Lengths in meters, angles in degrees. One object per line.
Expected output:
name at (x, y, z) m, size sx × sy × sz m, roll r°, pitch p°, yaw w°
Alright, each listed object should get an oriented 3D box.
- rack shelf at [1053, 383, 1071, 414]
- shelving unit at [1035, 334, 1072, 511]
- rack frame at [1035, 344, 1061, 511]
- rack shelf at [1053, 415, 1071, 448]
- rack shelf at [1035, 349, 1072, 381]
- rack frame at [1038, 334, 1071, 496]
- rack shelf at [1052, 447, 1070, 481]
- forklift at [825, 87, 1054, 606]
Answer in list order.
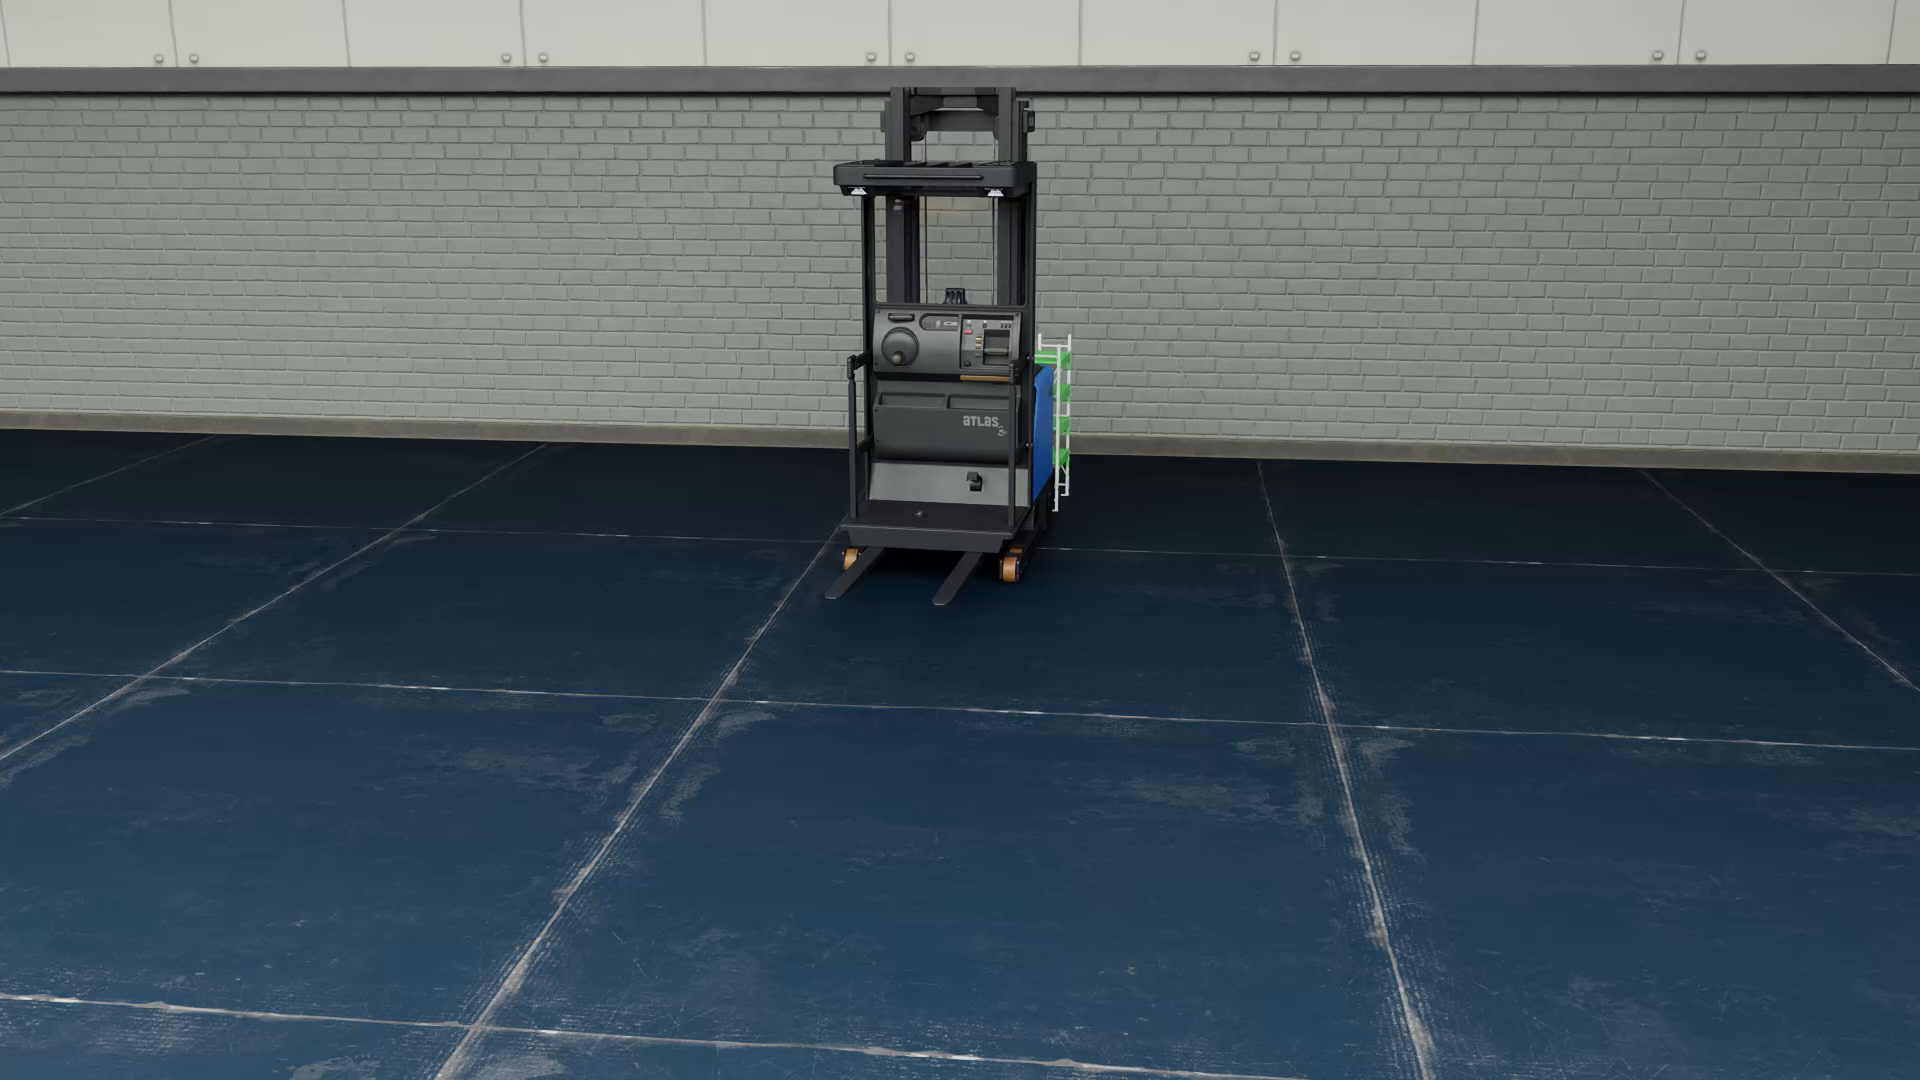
rack shelf at (0.637, -1.025, 11.978) m, size 0.258 × 0.148 × 0.480 m, roll 3°, pitch 15°, yaw 12°
shelving unit at (0.637, -0.855, 12.024) m, size 0.258 × 1.200 × 0.503 m, roll 3°, pitch 15°, yaw 12°
rack frame at (0.585, -0.792, 11.794) m, size 0.240 × 1.200 × 0.015 m, roll 3°, pitch 15°, yaw 12°
rack shelf at (0.637, -0.793, 12.041) m, size 0.258 × 0.148 × 0.480 m, roll 3°, pitch 15°, yaw 12°
rack shelf at (0.637, -1.256, 11.916) m, size 0.258 × 0.148 × 0.480 m, roll 3°, pitch 15°, yaw 12°
rack frame at (0.689, -0.917, 12.254) m, size 0.240 × 1.200 × 0.015 m, roll 3°, pitch 15°, yaw 12°
rack shelf at (0.637, -0.561, 12.104) m, size 0.258 × 0.148 × 0.480 m, roll 3°, pitch 15°, yaw 12°
forklift at (-0.121, -1.254, 10.183) m, size 1.130 × 2.935 × 3.031 m, roll 3°, pitch 15°, yaw 11°
